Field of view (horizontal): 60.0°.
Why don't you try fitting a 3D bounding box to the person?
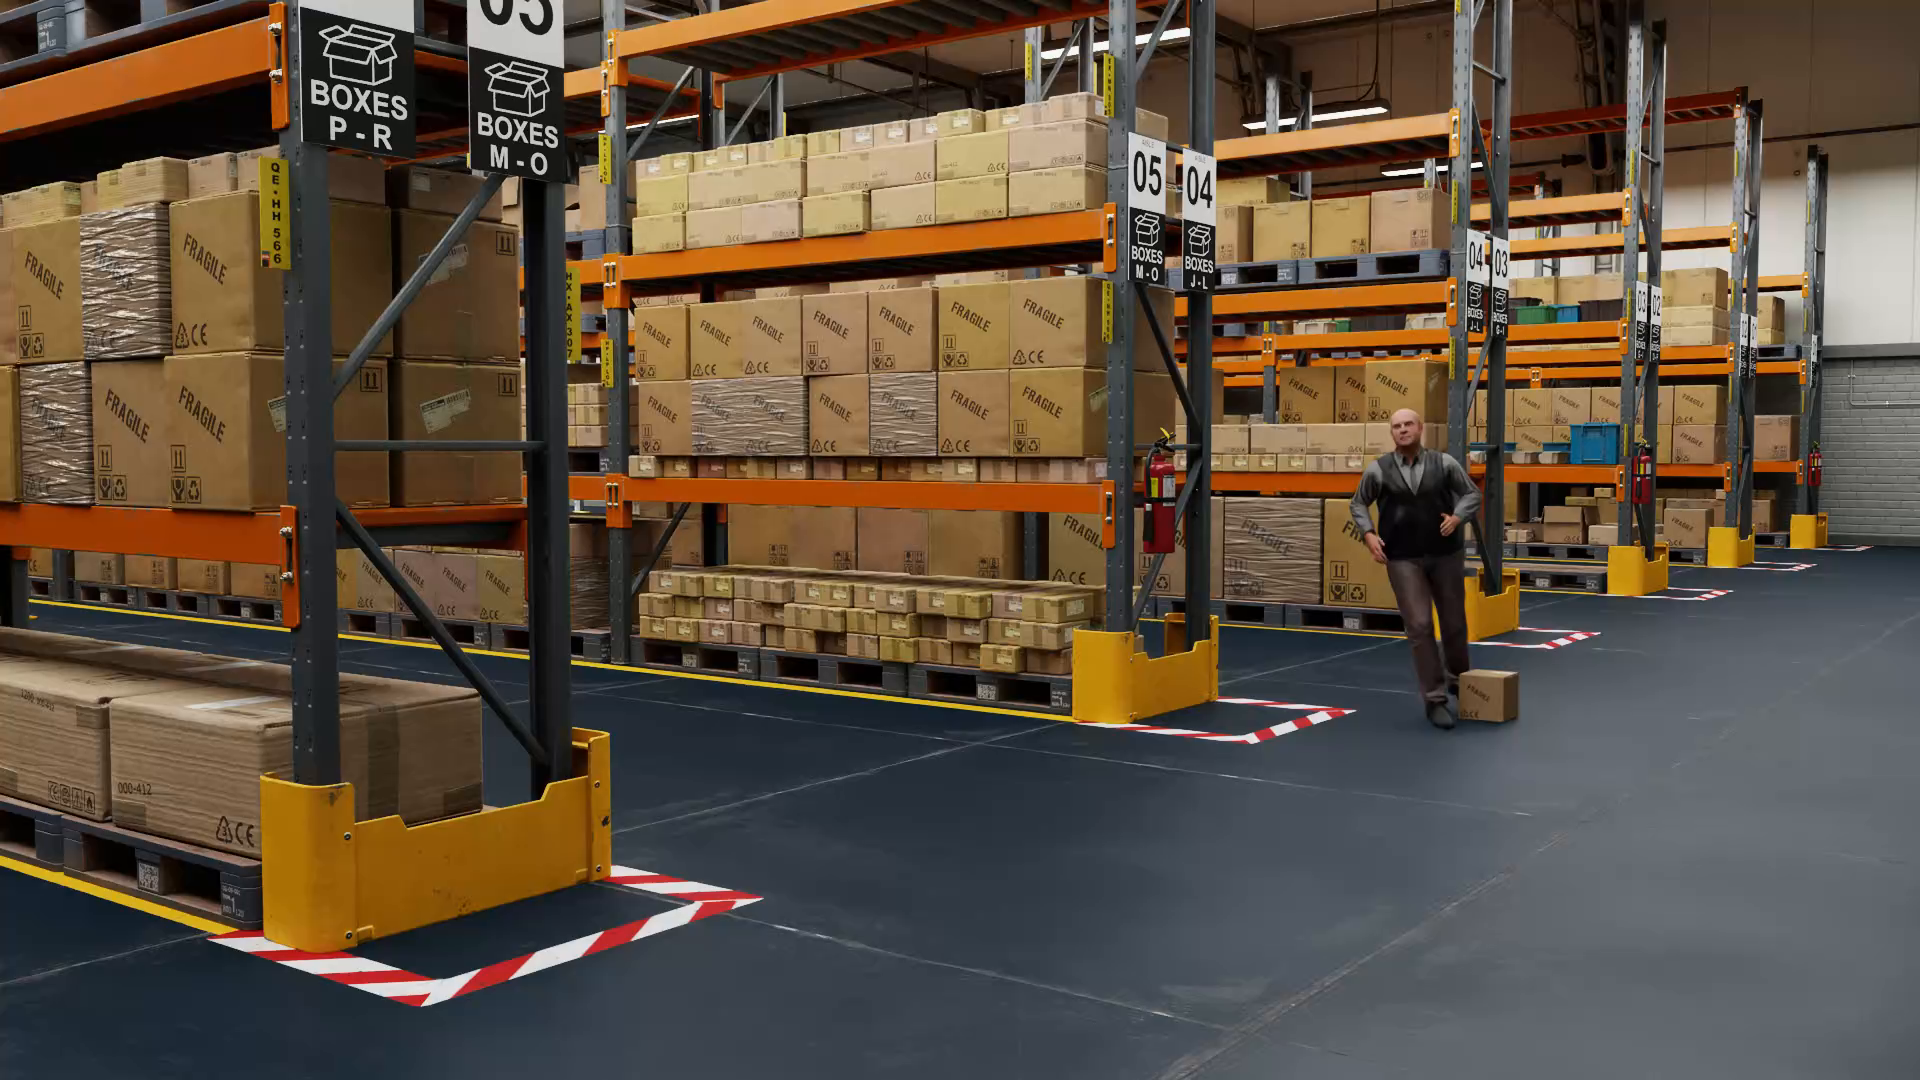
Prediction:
[{"bbox_3d":[2.552,0.137,9.227,0.756,1.731,0.761,1,3,11],"label":"person"}]
